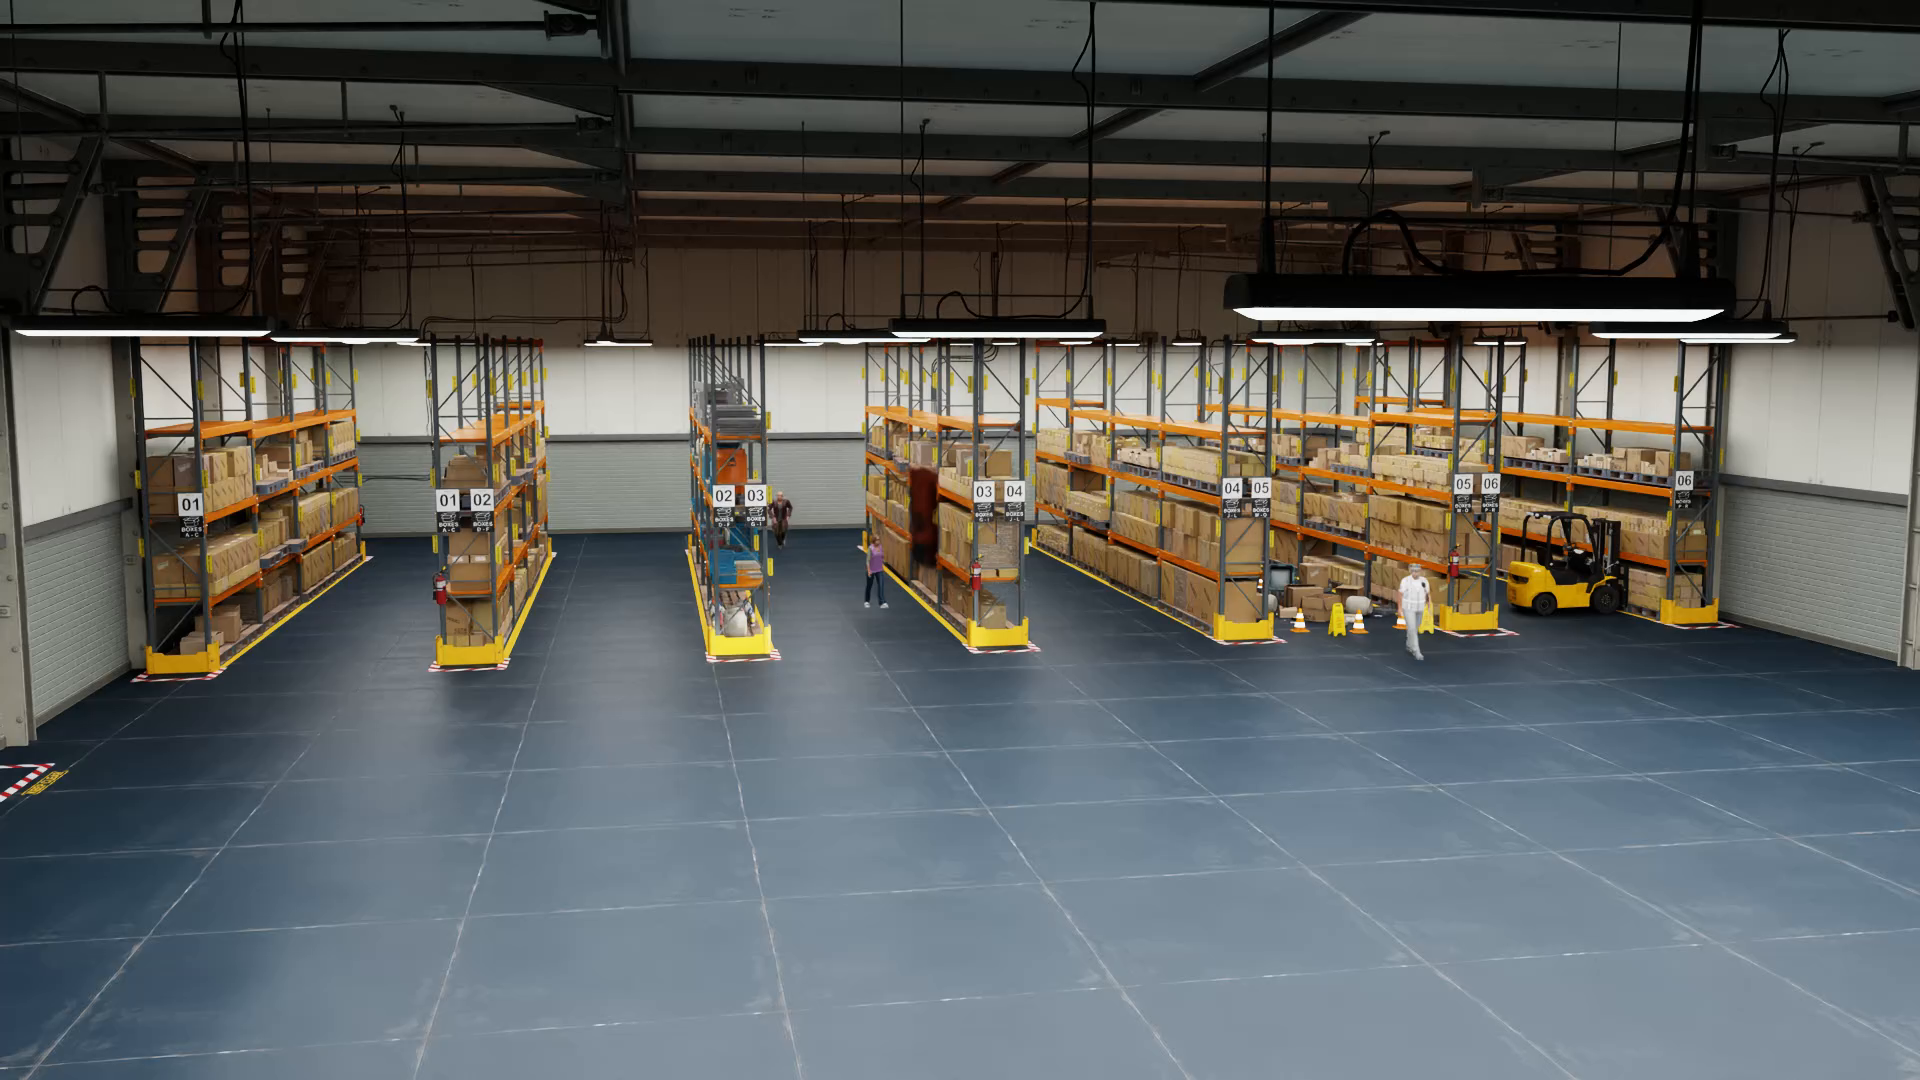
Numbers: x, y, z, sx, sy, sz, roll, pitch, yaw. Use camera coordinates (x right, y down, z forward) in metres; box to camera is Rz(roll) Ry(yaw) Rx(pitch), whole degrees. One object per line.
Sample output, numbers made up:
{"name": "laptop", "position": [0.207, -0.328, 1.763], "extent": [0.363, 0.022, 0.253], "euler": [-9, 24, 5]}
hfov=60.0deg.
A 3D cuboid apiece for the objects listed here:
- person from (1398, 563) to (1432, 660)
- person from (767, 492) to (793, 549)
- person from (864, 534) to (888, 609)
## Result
{"name": "person", "position": [8.514, 1.299, 31.057], "extent": [0.560, 1.747, 0.870], "euler": [-1, 7, -11]}
{"name": "person", "position": [-5.167, -0.571, 47.758], "extent": [0.728, 1.680, 0.673], "euler": [0, 7, -3]}
{"name": "person", "position": [-1.761, 0.658, 34.710], "extent": [0.476, 1.564, 0.862], "euler": [-4, 8, -30]}
